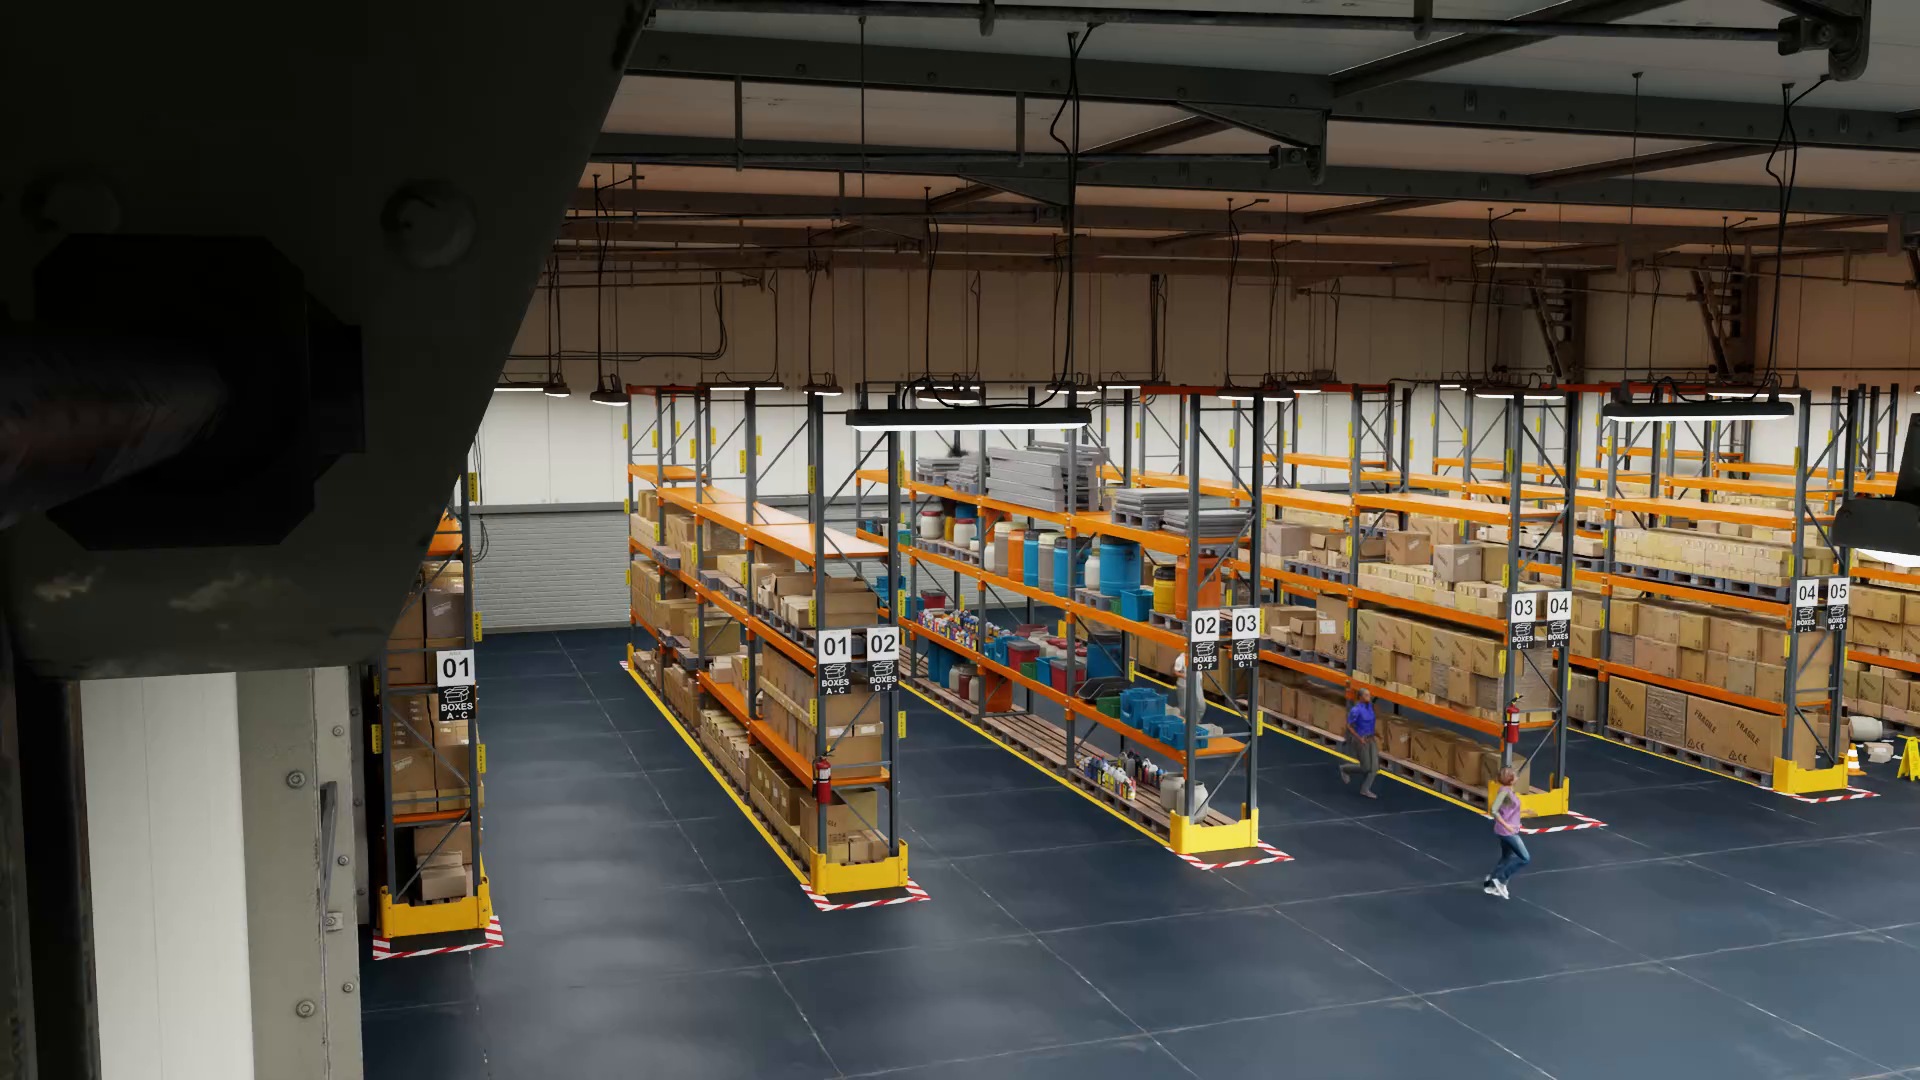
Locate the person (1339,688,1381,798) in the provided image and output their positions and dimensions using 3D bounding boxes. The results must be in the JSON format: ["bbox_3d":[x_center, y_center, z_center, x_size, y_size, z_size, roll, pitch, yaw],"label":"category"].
[{"bbox_3d":[5.962,2.990,24.699,0.575,1.618,0.611,-5,7,-38],"label":"person"}]

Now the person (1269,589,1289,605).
[{"bbox_3d":[7.969,1.176,41.173,0.897,1.819,0.671,-3,7,-26],"label":"person"}]

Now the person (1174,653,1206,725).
[{"bbox_3d":[3.945,2.562,28.697,0.604,1.717,0.718,-2,6,-22],"label":"person"}]

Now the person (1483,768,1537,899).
[{"bbox_3d":[6.571,3.494,19.823,0.592,1.569,0.522,2,6,15],"label":"person"}]
